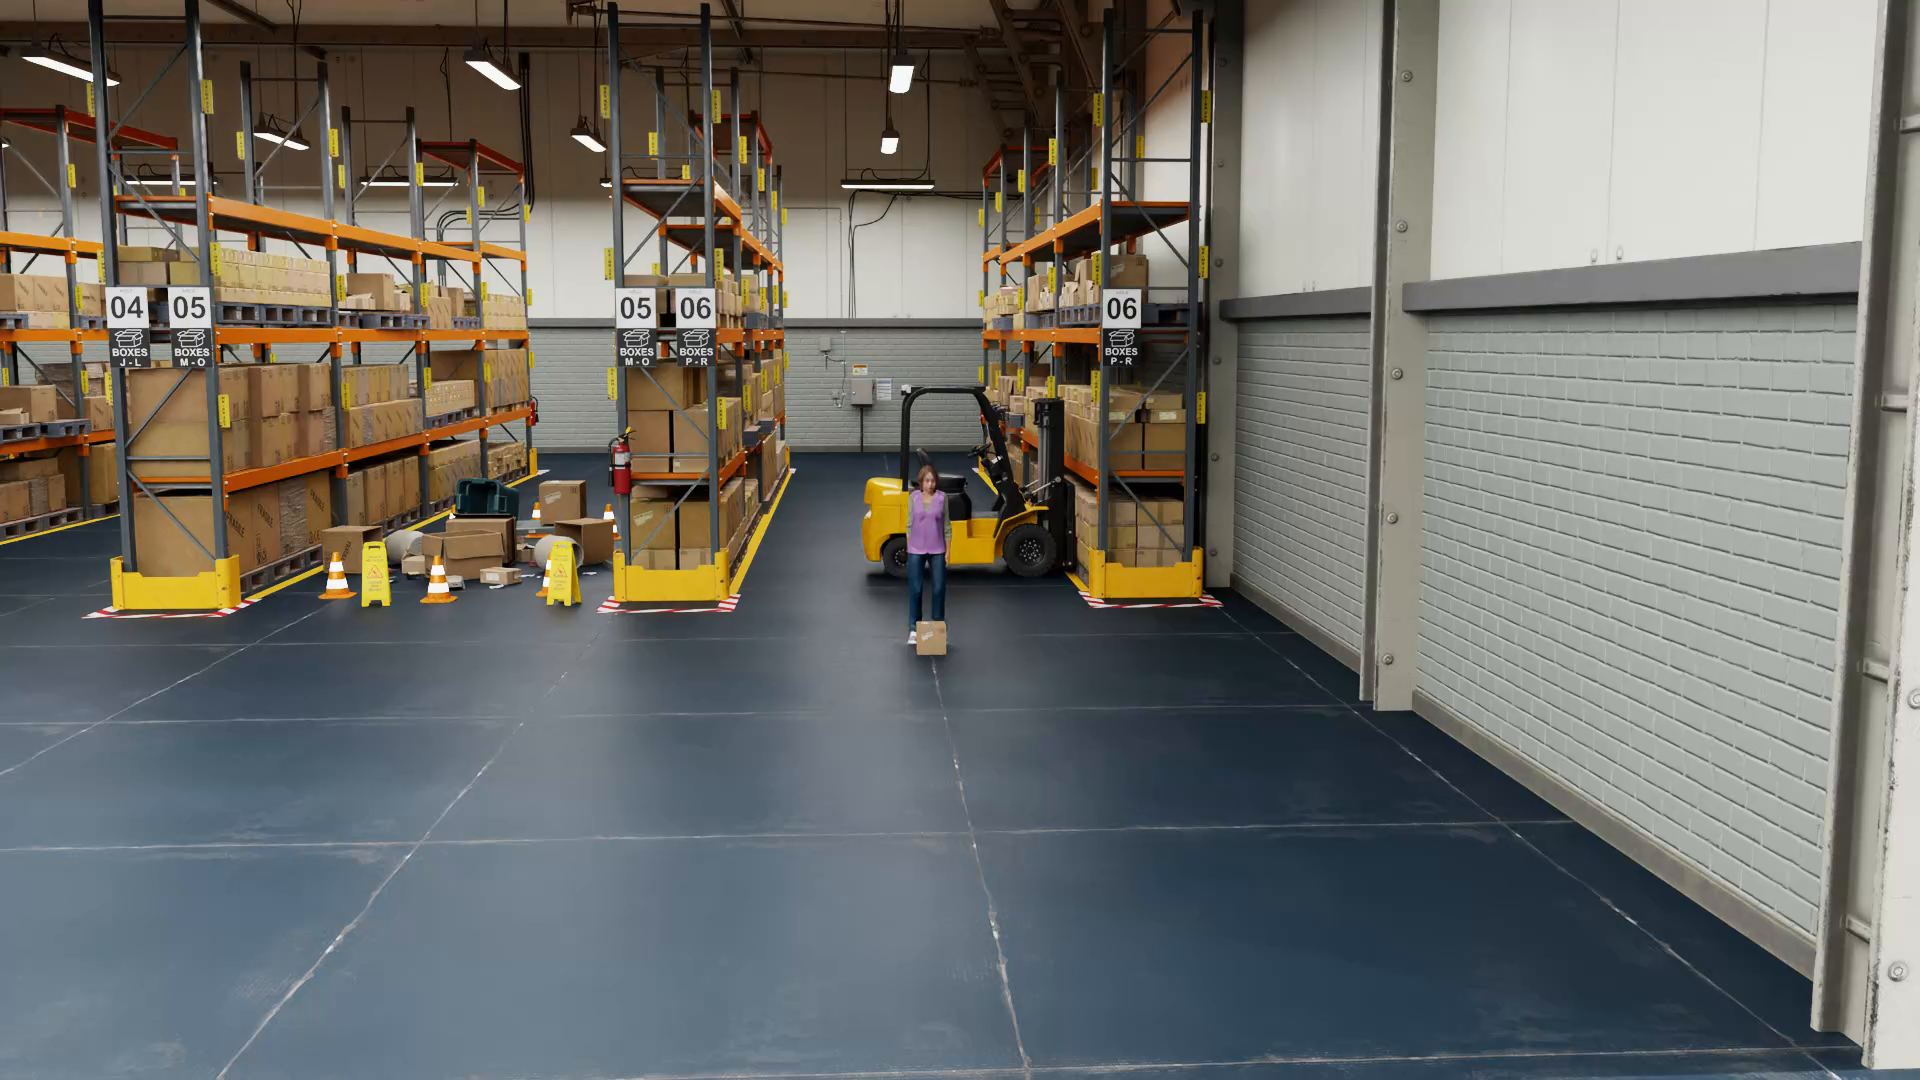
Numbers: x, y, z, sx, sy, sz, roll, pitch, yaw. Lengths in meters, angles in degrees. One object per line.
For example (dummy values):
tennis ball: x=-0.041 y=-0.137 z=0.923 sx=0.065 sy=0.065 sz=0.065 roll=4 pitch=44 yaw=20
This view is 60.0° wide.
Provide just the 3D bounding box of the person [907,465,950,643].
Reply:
person: x=-0.276 y=0.126 z=14.815 sx=0.391 sy=1.593 sz=0.304 roll=0 pitch=7 yaw=-3
